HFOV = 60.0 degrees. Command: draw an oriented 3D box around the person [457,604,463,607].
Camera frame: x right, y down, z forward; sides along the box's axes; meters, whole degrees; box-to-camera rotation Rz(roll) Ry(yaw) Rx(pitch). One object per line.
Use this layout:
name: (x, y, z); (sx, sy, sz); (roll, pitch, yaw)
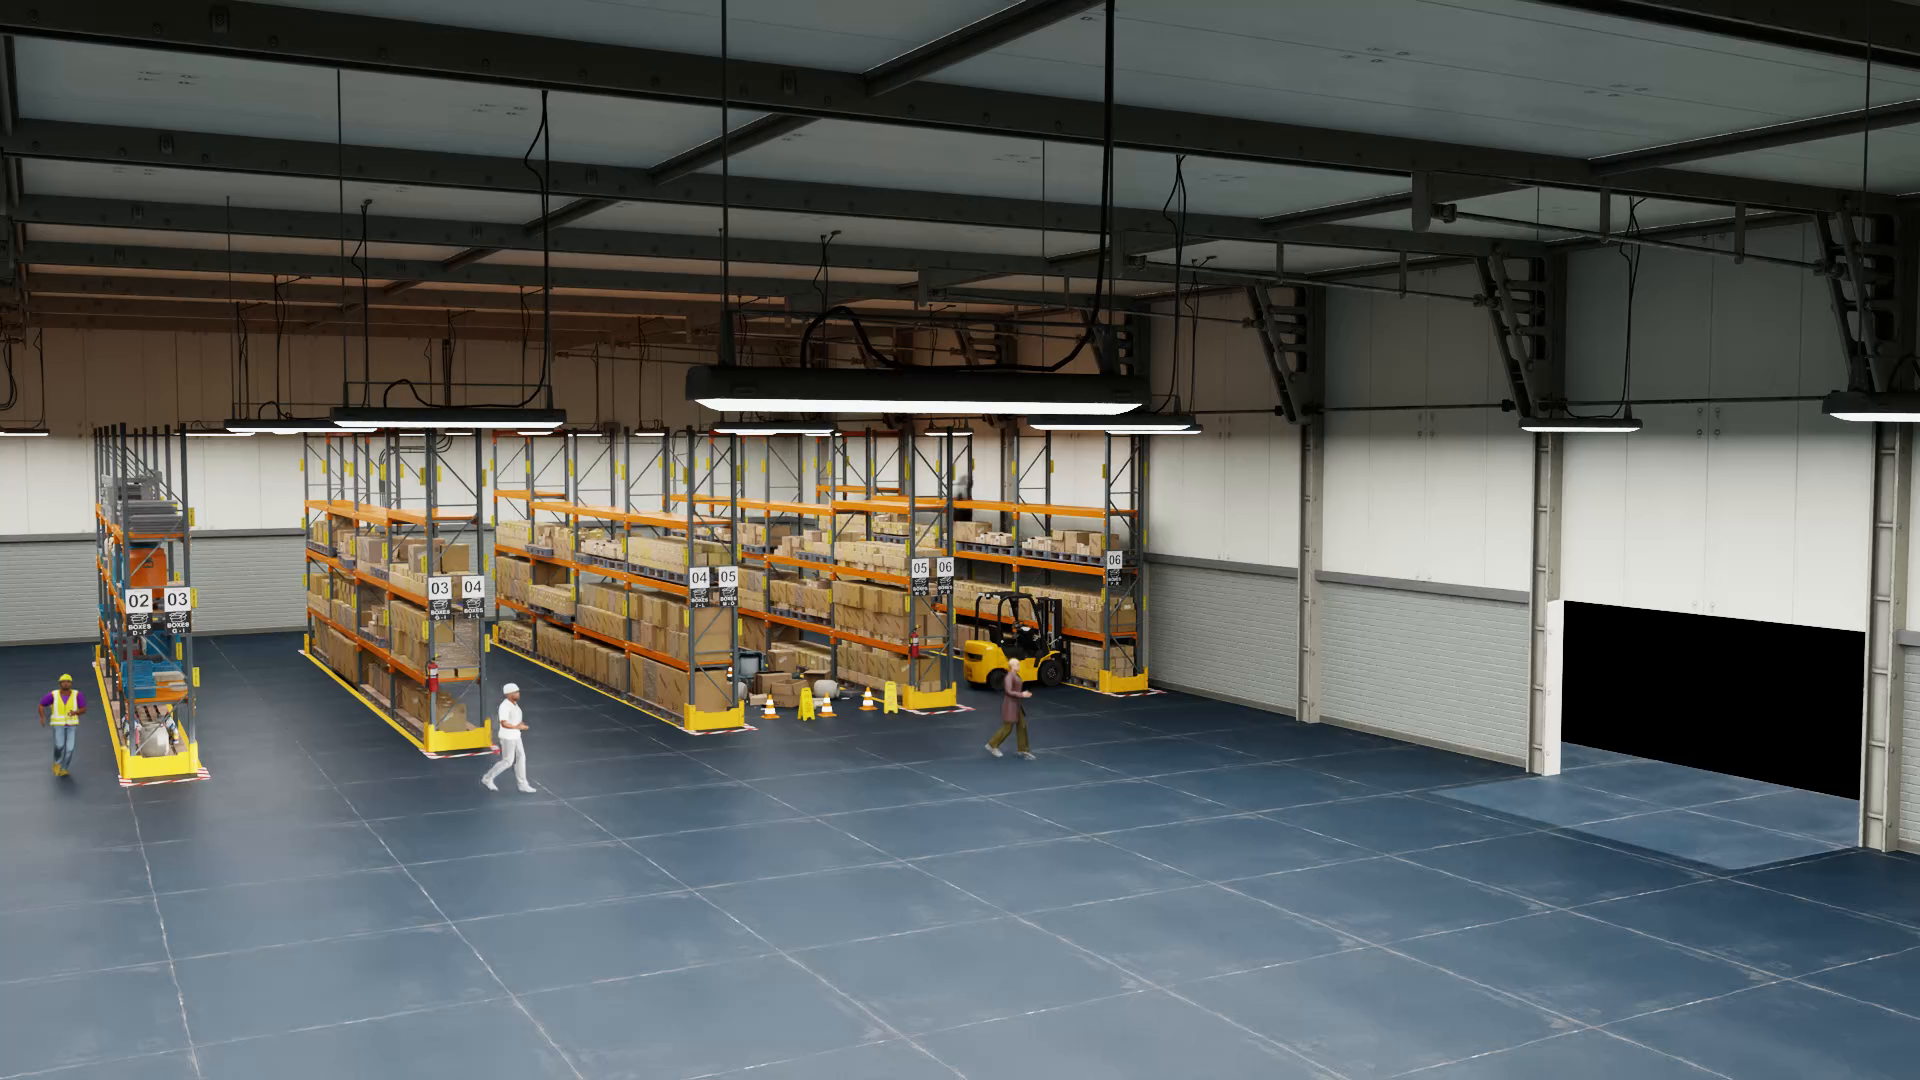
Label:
person: (-13.366, 2.226, 44.661); (0.522, 1.593, 0.557); (-2, 4, -28)

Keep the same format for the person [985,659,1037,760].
person: (0.913, 3.028, 29.755); (0.922, 1.828, 0.737); (1, 4, 17)

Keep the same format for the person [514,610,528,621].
person: (-12.678, 1.915, 48.405); (0.866, 1.781, 0.664); (-2, 4, -25)

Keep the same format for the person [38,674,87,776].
person: (-15.213, 3.145, 28.255); (0.691, 1.722, 0.632); (-3, 4, -39)

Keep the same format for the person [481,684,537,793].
person: (-7.289, 3.206, 26.873); (0.864, 1.784, 0.726); (0, 3, -1)
